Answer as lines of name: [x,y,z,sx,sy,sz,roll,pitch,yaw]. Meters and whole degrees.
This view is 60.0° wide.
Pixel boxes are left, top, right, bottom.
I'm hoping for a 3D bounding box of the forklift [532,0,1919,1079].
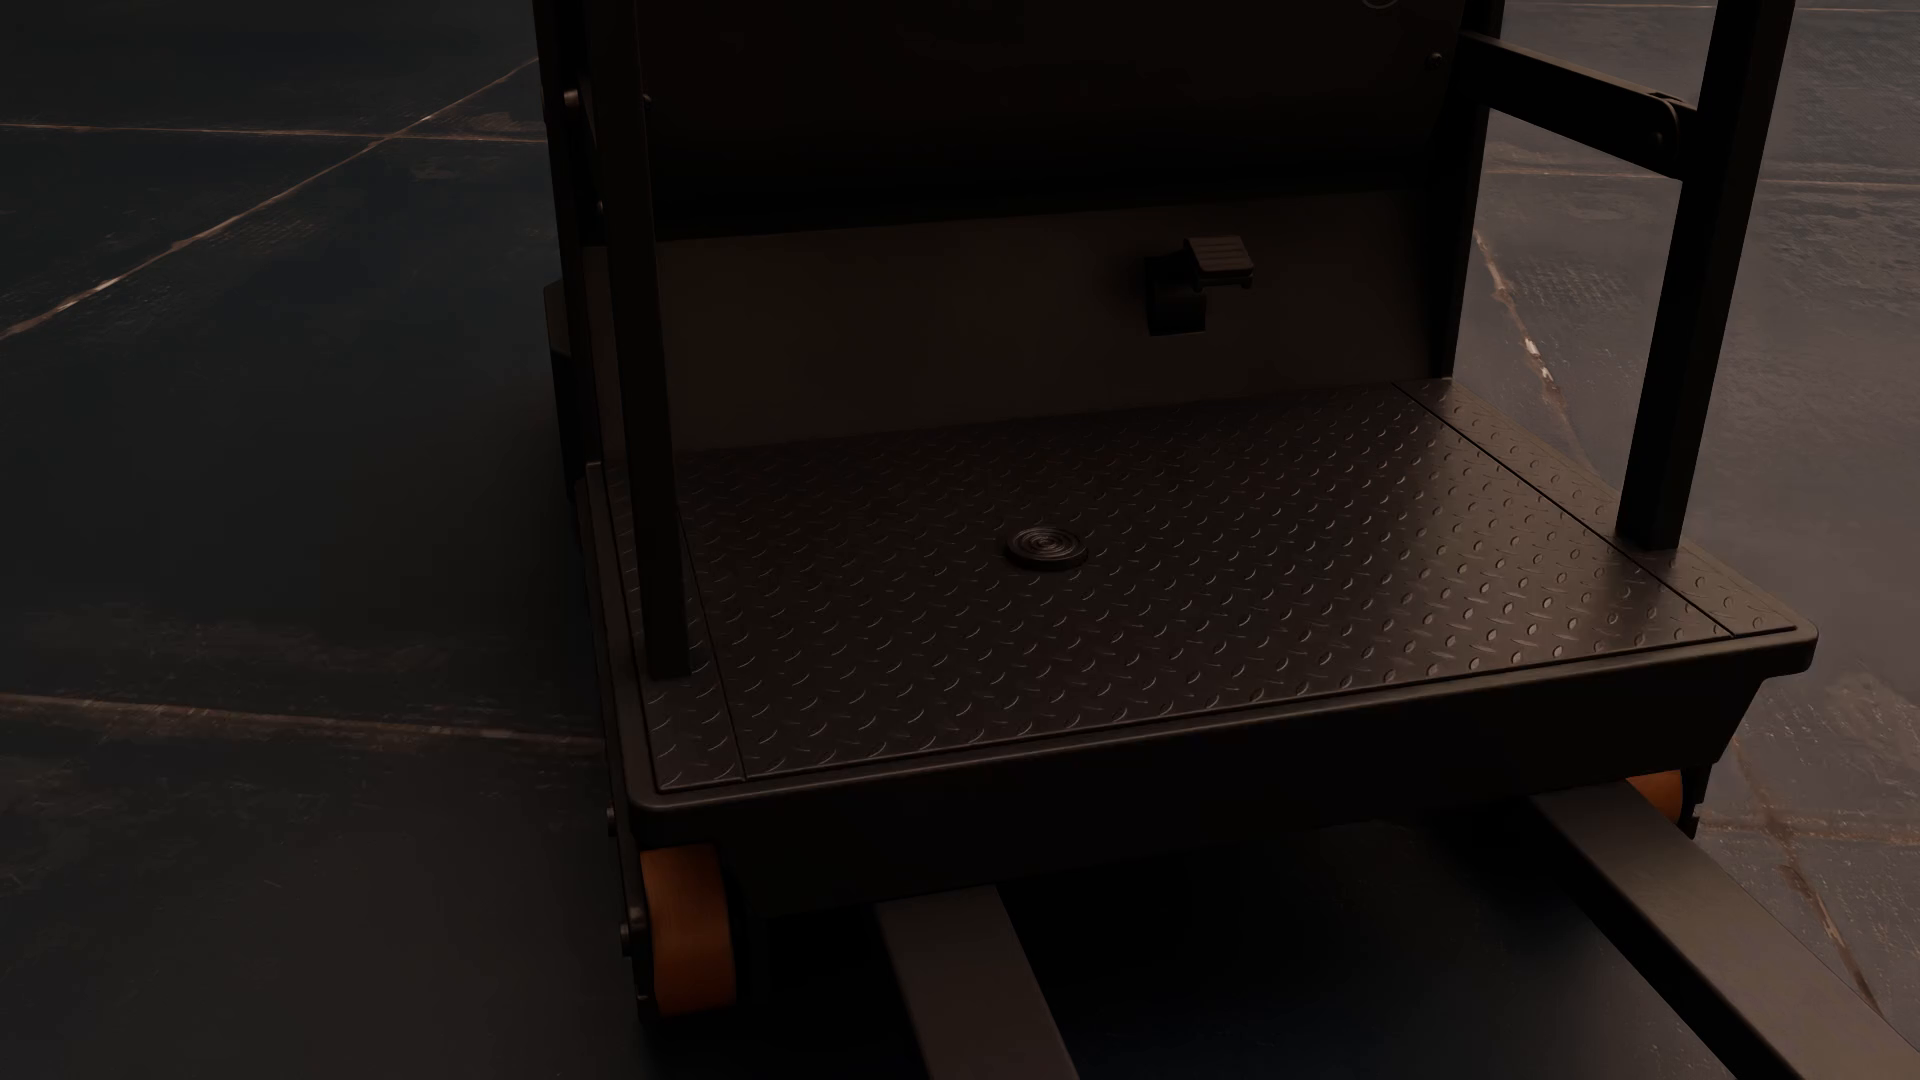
forklift: [0.153,-1.049,1.319,1.130,2.935,3.031,-7,27,-13]
